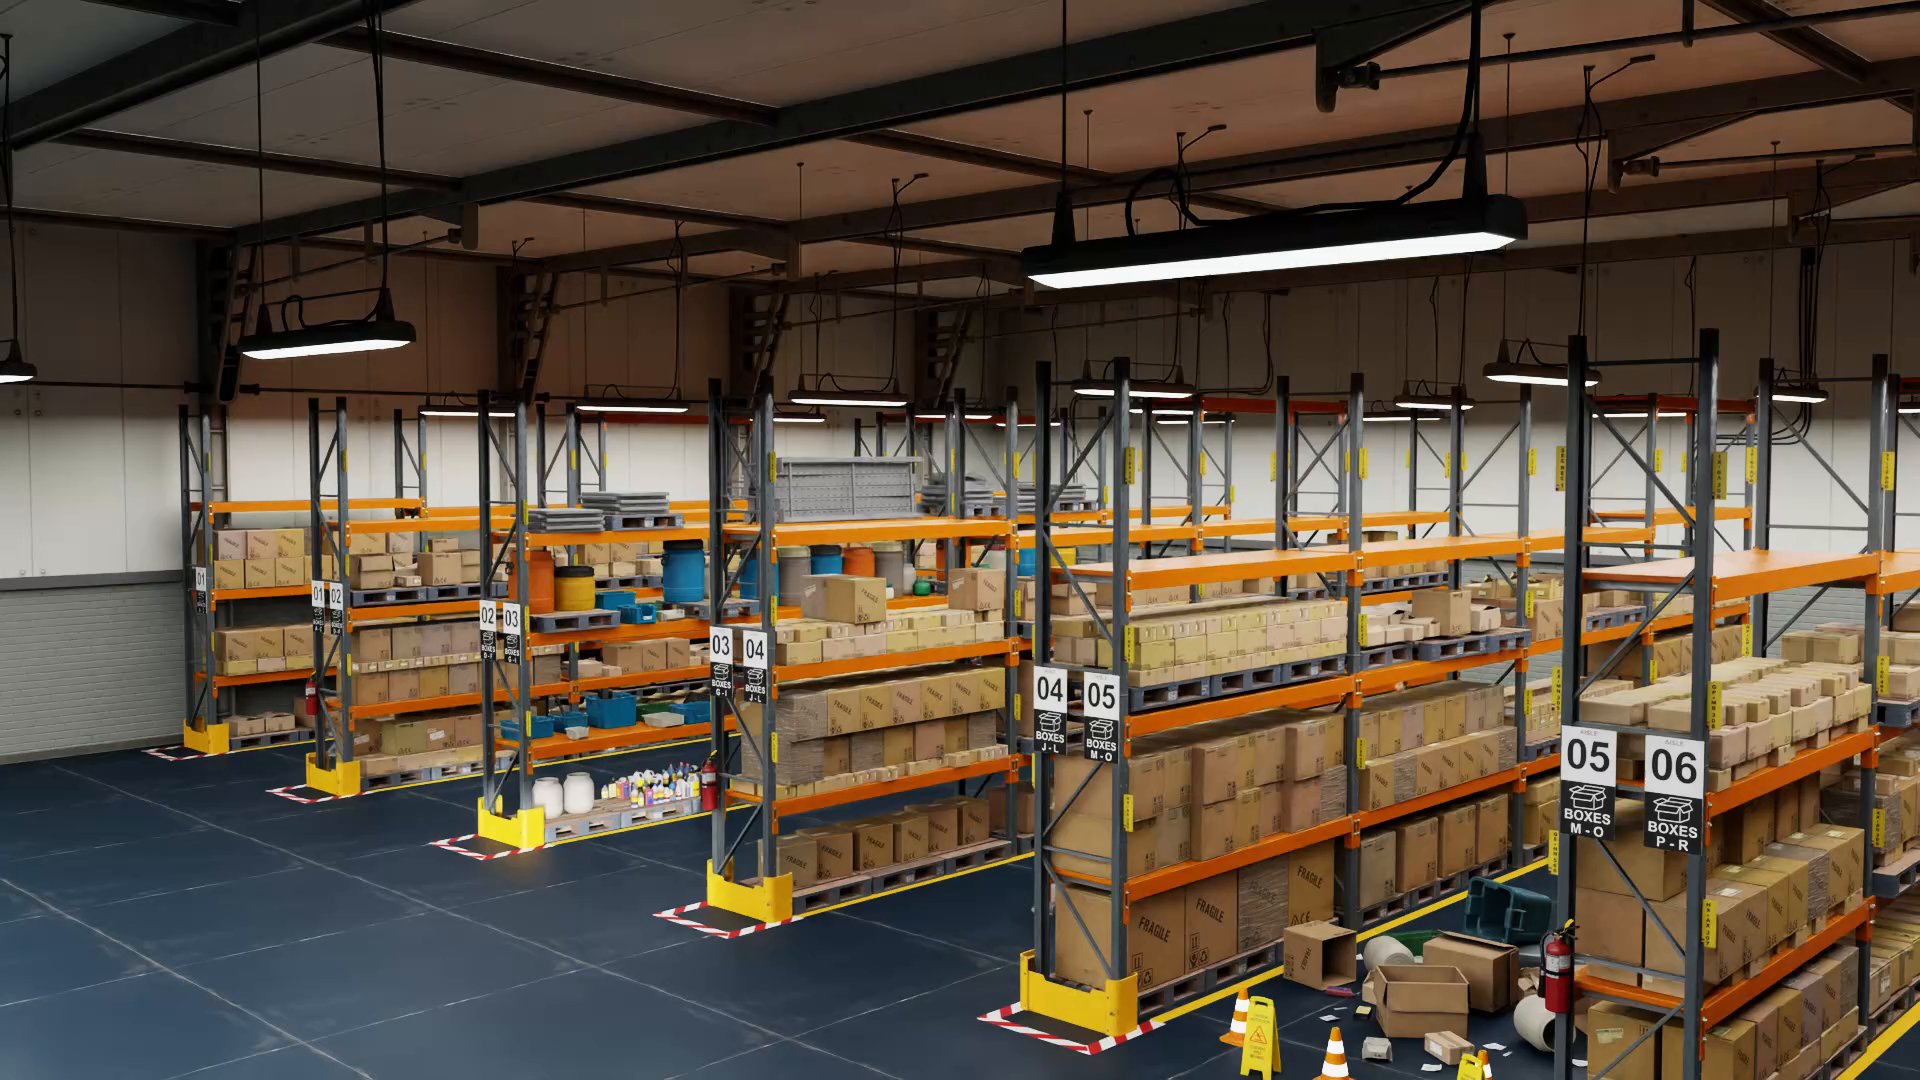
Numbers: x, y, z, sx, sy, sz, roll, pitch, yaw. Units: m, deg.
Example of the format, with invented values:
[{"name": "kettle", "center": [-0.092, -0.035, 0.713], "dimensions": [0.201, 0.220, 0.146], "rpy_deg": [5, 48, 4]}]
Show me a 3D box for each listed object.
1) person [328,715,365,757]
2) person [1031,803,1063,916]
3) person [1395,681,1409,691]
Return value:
[{"name": "person", "center": [-10.323, 2.889, 28.103], "dimensions": [0.475, 1.548, 0.951], "rpy_deg": [1, 3, 19]}, {"name": "person", "center": [1.164, 3.355, 18.697], "dimensions": [0.862, 1.611, 0.537], "rpy_deg": [-1, 3, -14]}, {"name": "person", "center": [6.872, 2.950, 26.087], "dimensions": [0.945, 1.626, 0.482], "rpy_deg": [-2, 4, -39]}]
